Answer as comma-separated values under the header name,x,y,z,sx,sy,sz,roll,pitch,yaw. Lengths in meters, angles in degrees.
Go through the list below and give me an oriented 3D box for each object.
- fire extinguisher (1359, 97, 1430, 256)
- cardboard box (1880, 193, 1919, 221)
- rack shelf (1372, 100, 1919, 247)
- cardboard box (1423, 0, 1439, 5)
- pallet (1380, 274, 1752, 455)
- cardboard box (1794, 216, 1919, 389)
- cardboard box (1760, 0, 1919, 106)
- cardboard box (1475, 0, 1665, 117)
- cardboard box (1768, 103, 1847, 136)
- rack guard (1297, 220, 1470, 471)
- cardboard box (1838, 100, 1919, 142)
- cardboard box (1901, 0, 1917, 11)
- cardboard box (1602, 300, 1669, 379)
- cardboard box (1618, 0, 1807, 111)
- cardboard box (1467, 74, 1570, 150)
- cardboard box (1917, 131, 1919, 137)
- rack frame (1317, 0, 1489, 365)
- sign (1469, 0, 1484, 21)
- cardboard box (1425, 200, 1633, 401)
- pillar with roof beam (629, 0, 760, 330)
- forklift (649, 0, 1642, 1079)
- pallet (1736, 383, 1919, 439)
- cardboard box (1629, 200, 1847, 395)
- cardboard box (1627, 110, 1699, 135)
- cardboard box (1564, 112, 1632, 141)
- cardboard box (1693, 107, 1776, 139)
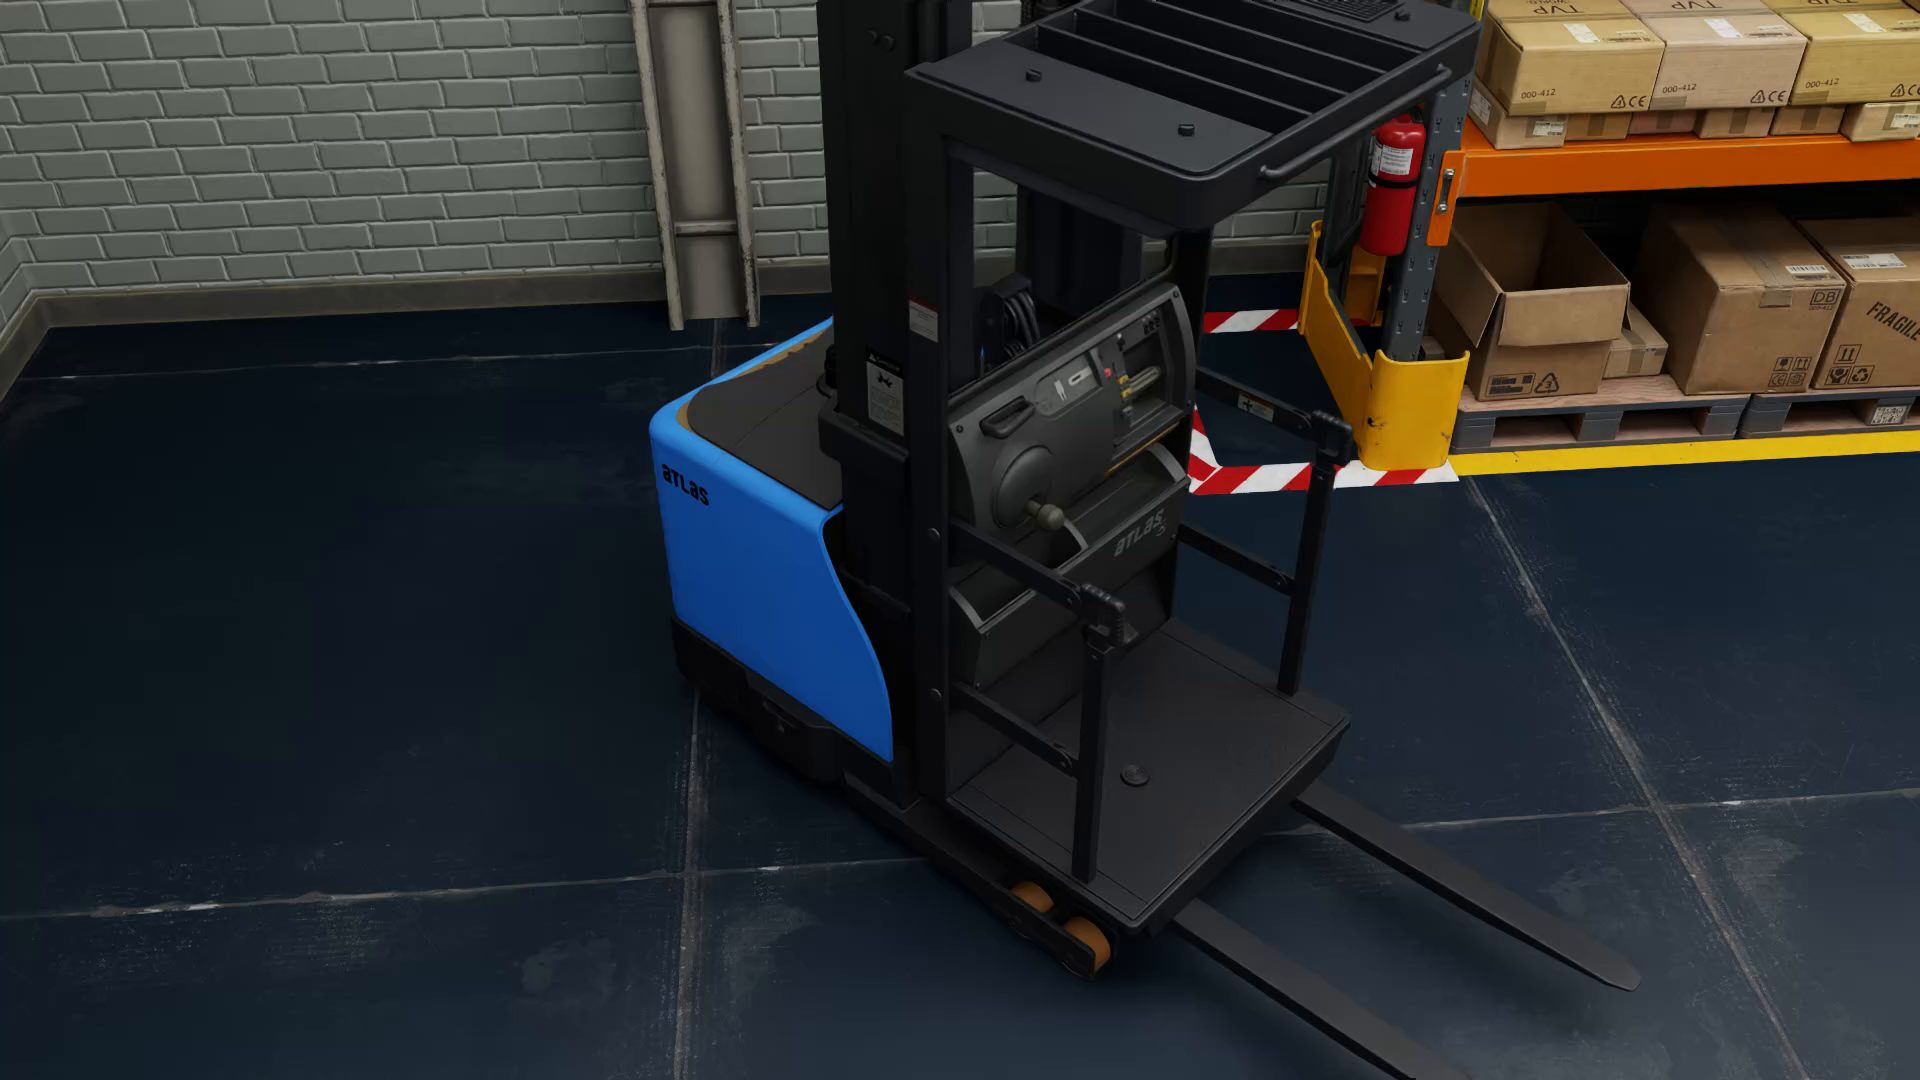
name,x,y,z,sx,sy,sz,roll,pitch,yaw
fire extinguisher,1.548,-1.343,5.894,0.183,0.674,0.296,-3,38,-4
cardboard box,4.160,-1.052,6.840,0.500,0.500,0.700,-5,38,-6
rack shelf,3.646,-1.641,6.488,4.000,0.370,1.077,-3,38,-4
cardboard box,2.088,-2.060,6.320,0.500,0.250,0.500,-2,38,-3
pallet,2.523,-0.767,7.052,1.213,0.211,1.003,-3,38,-4
cardboard box,3.662,-0.962,6.727,0.500,0.500,0.500,-2,38,-3
cardboard box,3.136,-1.787,5.975,0.500,0.250,0.500,-4,38,-5
cardboard box,2.129,-1.730,5.902,0.500,0.250,0.500,-3,38,-4
cardboard box,3.035,-1.636,6.104,0.250,0.149,0.380,-3,38,-3
rack guard,1.729,-0.836,6.906,0.348,0.500,1.175,-3,38,-4
cardboard box,3.293,-1.603,6.063,0.250,0.149,0.380,-4,38,-5
cardboard box,3.644,-1.829,6.027,0.500,0.250,0.500,-4,38,-5
cardboard box,2.698,-0.833,6.847,0.250,0.149,0.380,-5,39,-6
cardboard box,2.632,-1.758,5.937,0.500,0.250,0.500,-3,38,-3
cardboard box,2.005,-1.563,6.013,0.250,0.149,0.380,-3,38,-4
cardboard box,3.553,-1.630,6.098,0.250,0.149,0.380,-2,38,-3
rack frame,1.654,-1.813,6.126,0.127,3.000,1.000,-3,38,-4
sign,1.702,-1.818,5.434,0.005,0.325,0.100,-3,38,-4
cardboard box,2.271,-0.973,6.738,0.637,0.503,0.797,-5,39,-6
pillar with roof beam,-0.731,-1.920,1.419,0.400,9.000,9.100,-3,38,-4
forklift,0.471,-0.292,4.254,3.031,2.935,1.130,29,47,32
pallet,3.736,-0.832,7.134,1.213,0.211,1.003,-3,38,-4
cardboard box,3.126,-0.995,6.768,0.500,0.500,0.700,-2,38,-2
cardboard box,2.513,-1.642,6.112,0.250,0.149,0.380,-4,38,-5
cardboard box,2.255,-1.606,6.066,0.250,0.149,0.380,-2,38,-3
cardboard box,2.770,-1.618,6.082,0.250,0.149,0.380,-2,38,-3
